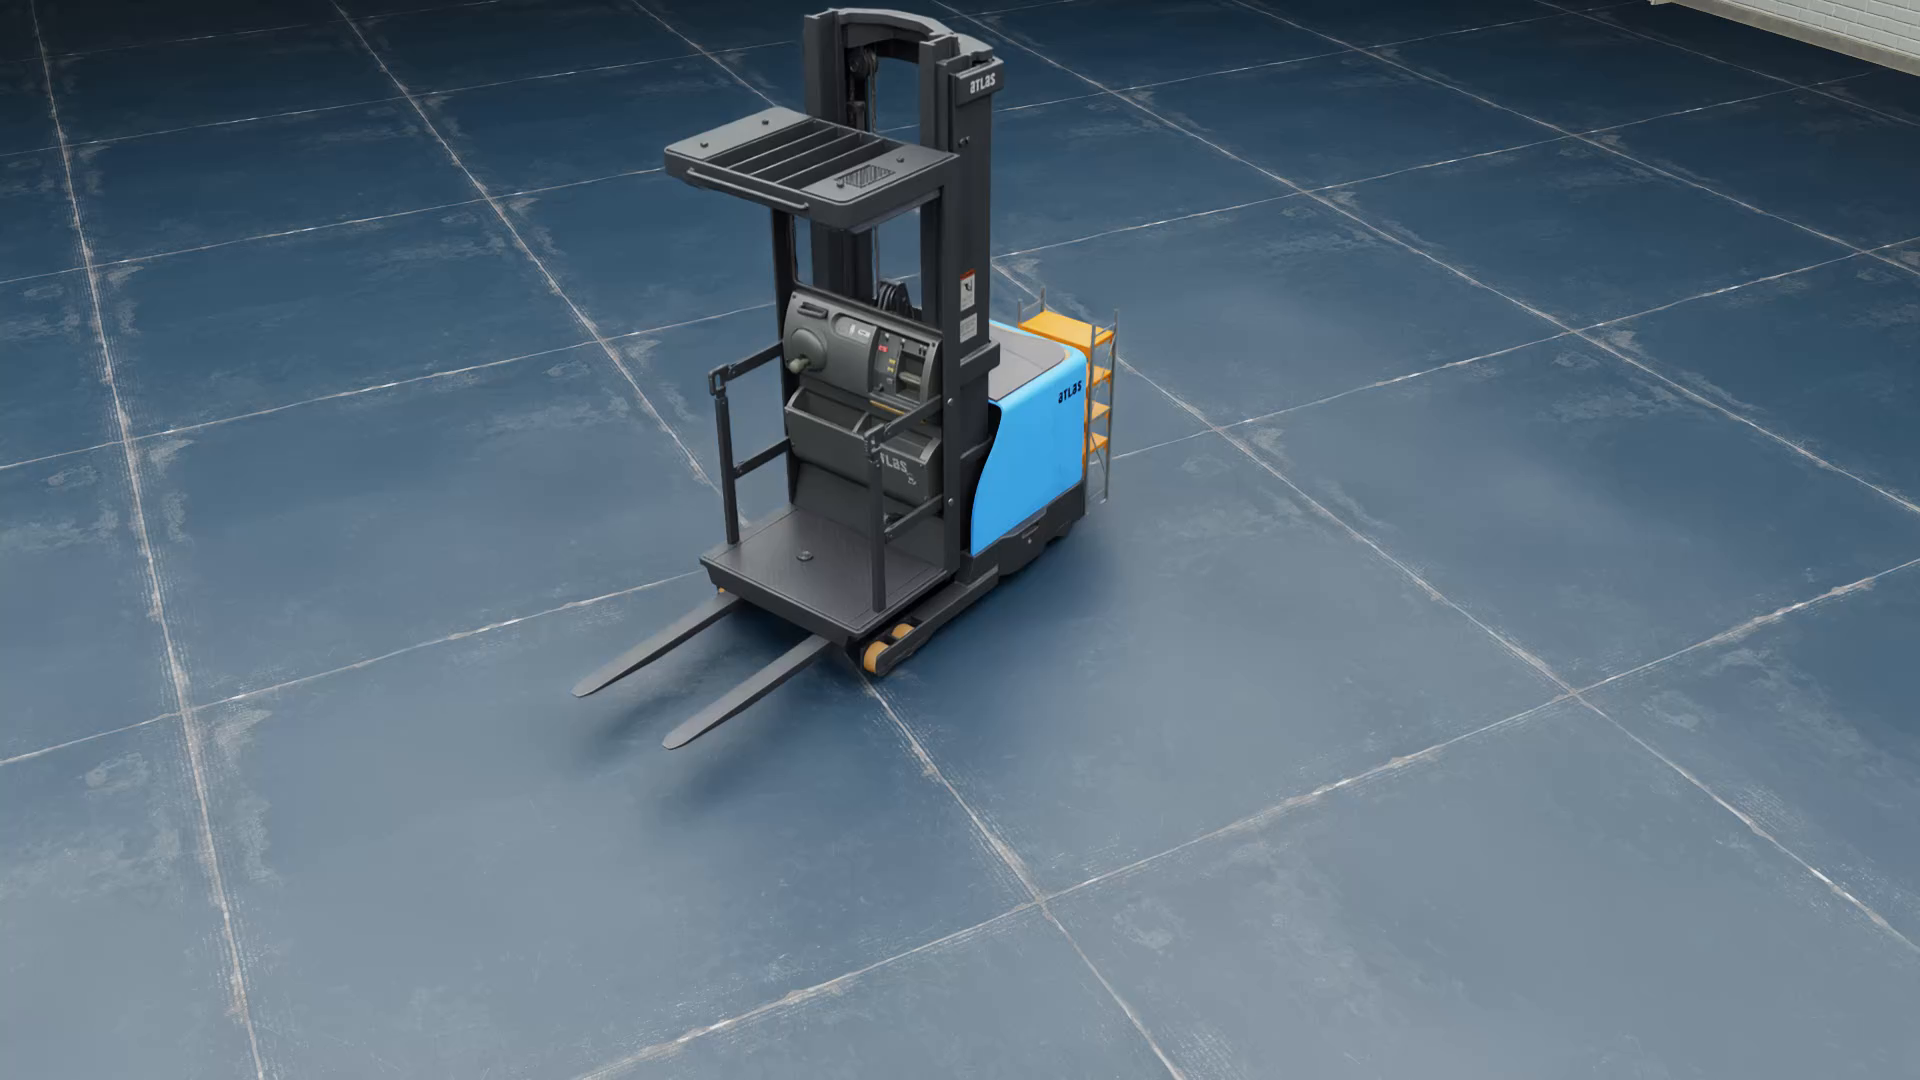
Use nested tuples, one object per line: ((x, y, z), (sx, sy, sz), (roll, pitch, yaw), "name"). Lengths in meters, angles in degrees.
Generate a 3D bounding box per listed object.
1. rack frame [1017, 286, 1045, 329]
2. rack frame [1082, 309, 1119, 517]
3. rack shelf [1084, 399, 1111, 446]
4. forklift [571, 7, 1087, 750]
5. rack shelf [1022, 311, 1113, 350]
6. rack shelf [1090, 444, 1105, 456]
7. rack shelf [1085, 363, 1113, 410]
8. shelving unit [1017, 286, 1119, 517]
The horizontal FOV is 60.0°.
((0.393, -0.853, 9.469), (0.015, 1.200, 0.240), (23, 39, 31), "rack frame")
((0.777, -0.690, 9.215), (0.015, 1.200, 0.240), (23, 39, 31), "rack frame")
((0.585, -0.715, 9.378), (0.480, 0.148, 0.258), (23, 39, 31), "rack shelf")
((-0.615, -0.868, 7.888), (1.130, 2.935, 3.031), (23, 39, 31), "forklift")
((0.585, -1.136, 9.109), (0.457, 0.050, 0.221), (23, 39, 31), "rack shelf")
((0.585, -0.572, 9.470), (0.442, 0.029, 0.199), (23, 39, 31), "rack shelf")
((0.585, -0.903, 9.258), (0.480, 0.148, 0.258), (23, 39, 31), "rack shelf")
((0.585, -0.772, 9.342), (0.503, 1.200, 0.258), (23, 39, 31), "shelving unit")
